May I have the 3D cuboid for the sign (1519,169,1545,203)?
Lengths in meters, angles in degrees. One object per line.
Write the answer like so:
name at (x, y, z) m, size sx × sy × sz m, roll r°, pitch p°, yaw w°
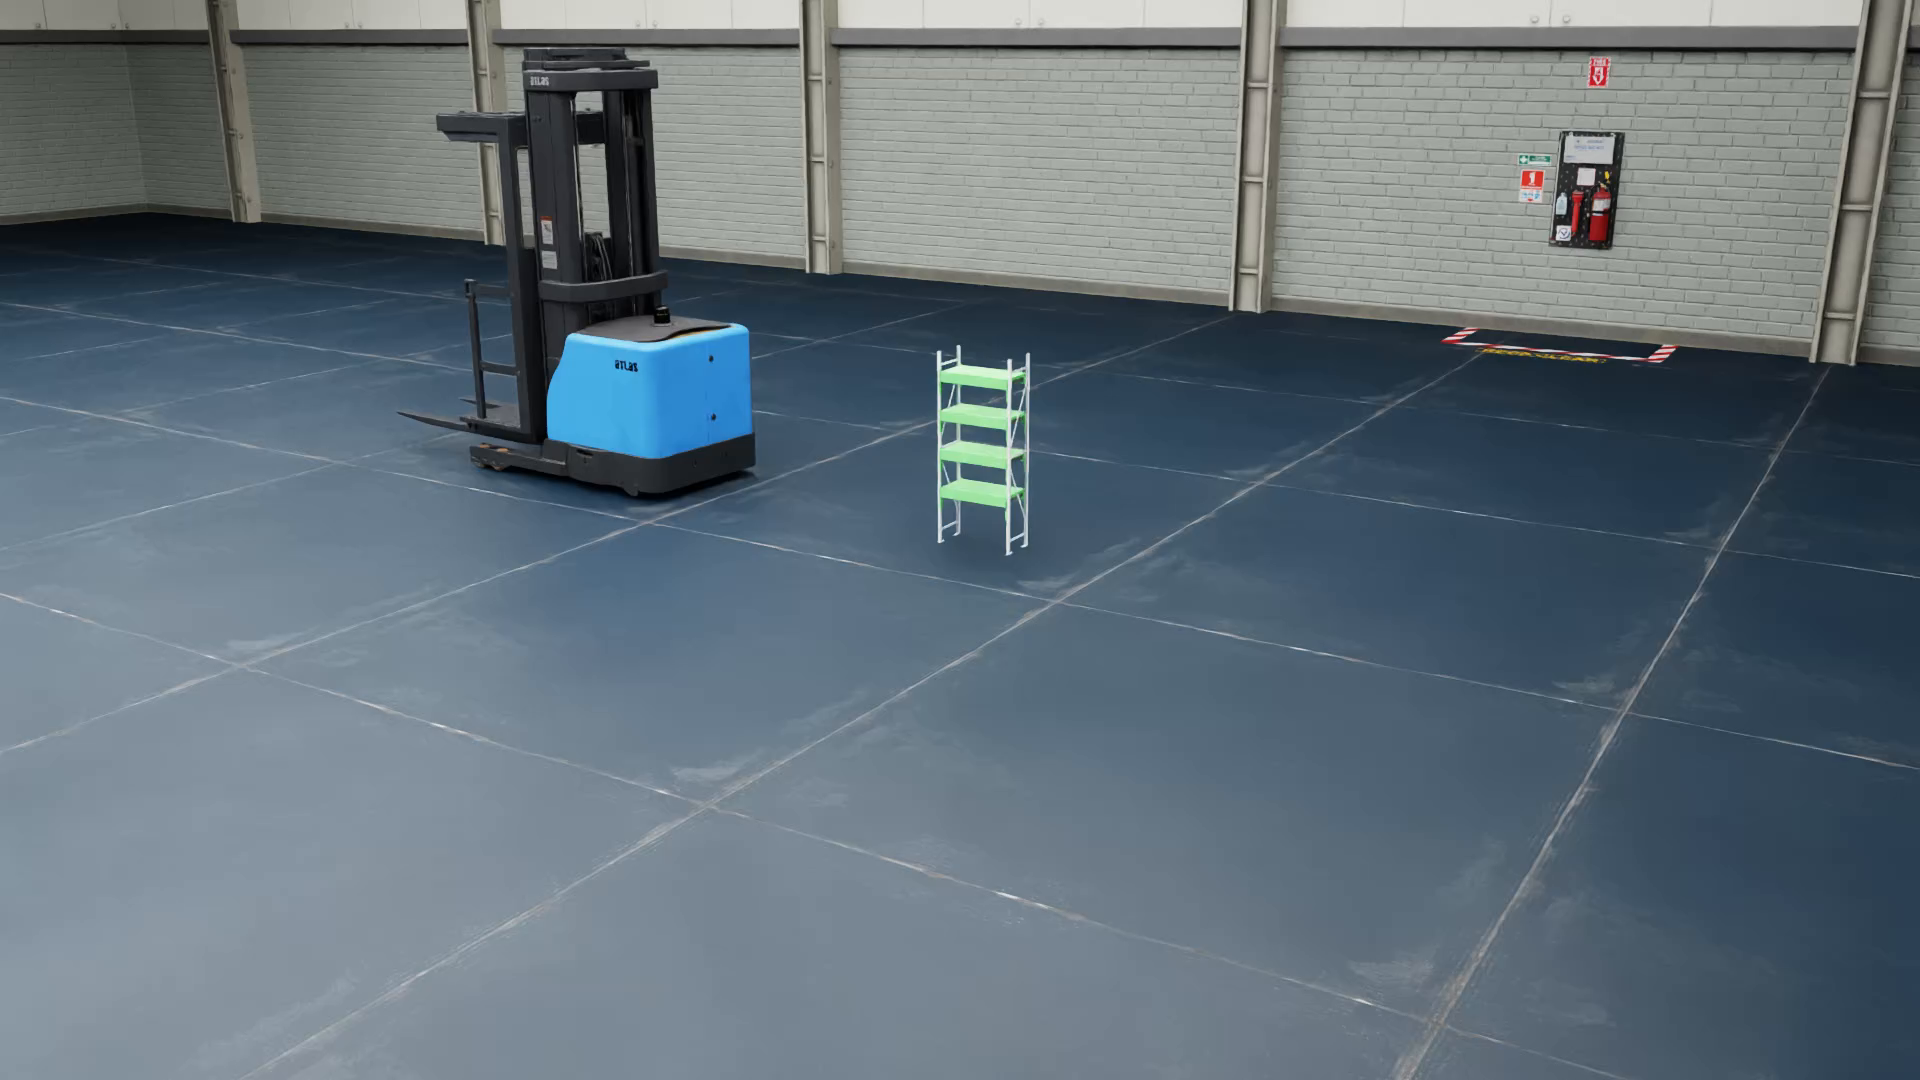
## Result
sign at (5.926, -3.669, 17.238) m, size 0.234 × 0.329 × 0.001 m, roll 10°, pitch 20°, yaw 30°

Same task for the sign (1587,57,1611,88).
sign at (6.389, -4.677, 16.630) m, size 0.199 × 0.298 × 0.001 m, roll 10°, pitch 20°, yaw 30°

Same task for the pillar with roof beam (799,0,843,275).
pillar with roof beam at (-4.049, -6.787, 17.241) m, size 0.400 × 9.000 × 9.100 m, roll 10°, pitch 20°, yaw 30°

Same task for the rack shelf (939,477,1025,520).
rack shelf at (0.141, -0.258, 10.212) m, size 0.480 × 0.148 × 0.258 m, roll 10°, pitch 20°, yaw 30°

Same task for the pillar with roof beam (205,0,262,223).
pillar with roof beam at (-14.274, -8.612, 23.250) m, size 0.400 × 9.000 × 9.100 m, roll 10°, pitch 20°, yaw 30°

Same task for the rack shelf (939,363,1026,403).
rack shelf at (0.141, -0.947, 10.003) m, size 0.480 × 0.148 × 0.258 m, roll 10°, pitch 20°, yaw 30°

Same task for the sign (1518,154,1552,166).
sign at (5.926, -3.920, 17.151) m, size 0.331 × 0.109 × 0.001 m, roll 10°, pitch 20°, yaw 30°

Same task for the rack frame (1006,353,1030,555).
rack frame at (0.349, -0.512, 10.002) m, size 0.015 × 1.200 × 0.240 m, roll 10°, pitch 20°, yaw 30°

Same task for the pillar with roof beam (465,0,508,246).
pillar with roof beam at (-9.162, -7.699, 20.245) m, size 0.400 × 9.000 × 9.100 m, roll 10°, pitch 20°, yaw 30°

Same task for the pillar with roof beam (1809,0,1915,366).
pillar with roof beam at (6.176, -4.961, 11.232) m, size 0.400 × 9.000 × 9.100 m, roll 10°, pitch 20°, yaw 30°

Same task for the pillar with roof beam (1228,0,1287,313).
pillar with roof beam at (1.064, -5.874, 14.236) m, size 0.400 × 9.000 × 9.100 m, roll 10°, pitch 20°, yaw 30°

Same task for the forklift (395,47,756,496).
forklift at (-2.959, -2.014, 11.968) m, size 3.031 × 2.935 × 1.130 m, roll 12°, pitch 20°, yaw 34°

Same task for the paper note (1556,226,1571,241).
paper note at (6.229, -3.165, 17.155) m, size 0.142 × 0.148 × 0.016 m, roll 10°, pitch 20°, yaw 30°

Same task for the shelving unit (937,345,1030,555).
shelving unit at (0.141, -0.549, 10.124) m, size 0.503 × 1.200 × 0.258 m, roll 10°, pitch 20°, yaw 30°

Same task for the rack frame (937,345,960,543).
rack frame at (-0.067, -0.586, 10.246) m, size 0.015 × 1.200 × 0.240 m, roll 10°, pitch 20°, yaw 30°

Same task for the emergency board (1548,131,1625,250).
emergency board at (6.344, -3.542, 16.882) m, size 0.643 × 1.169 × 0.194 m, roll 10°, pitch 20°, yaw 30°

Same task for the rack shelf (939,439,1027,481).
rack shelf at (0.141, -0.488, 10.142) m, size 0.480 × 0.148 × 0.258 m, roll 10°, pitch 20°, yaw 30°

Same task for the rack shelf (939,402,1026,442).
rack shelf at (0.141, -0.717, 10.073) m, size 0.480 × 0.148 × 0.258 m, roll 10°, pitch 20°, yaw 30°
